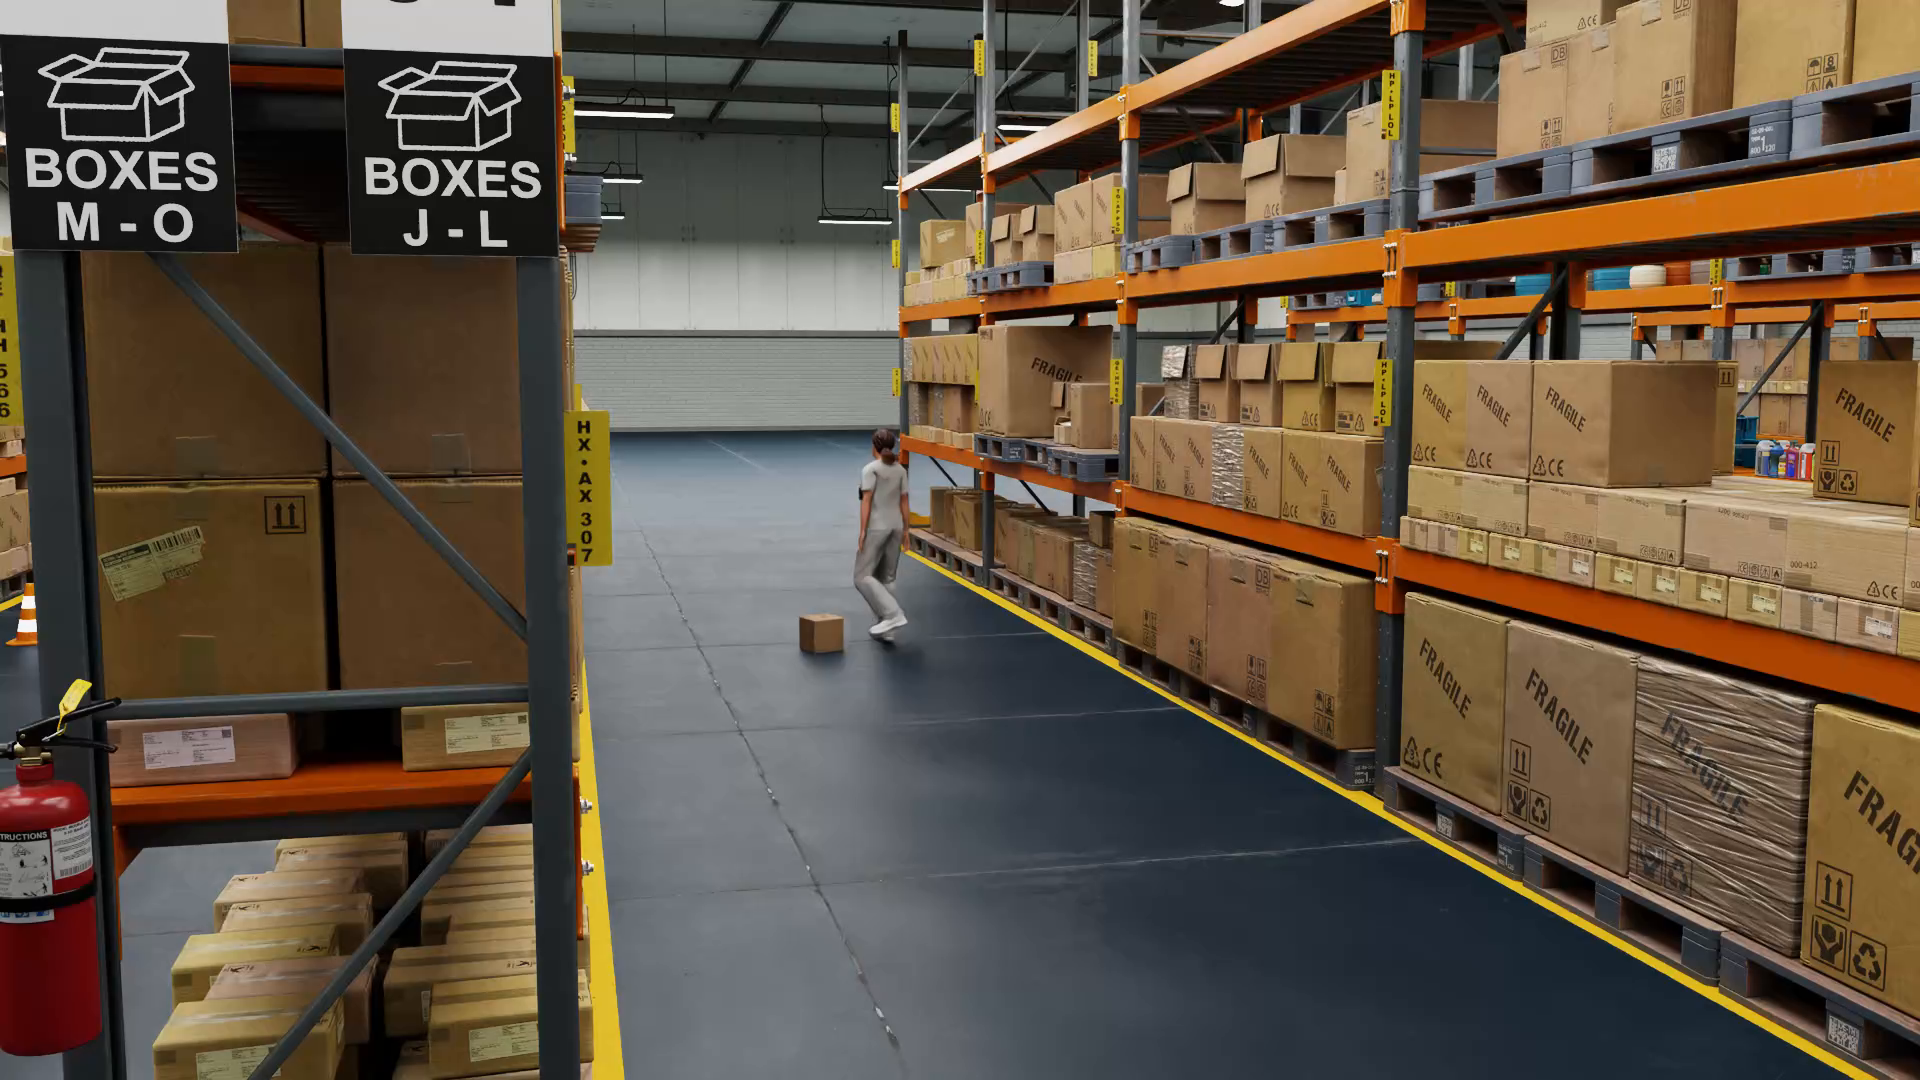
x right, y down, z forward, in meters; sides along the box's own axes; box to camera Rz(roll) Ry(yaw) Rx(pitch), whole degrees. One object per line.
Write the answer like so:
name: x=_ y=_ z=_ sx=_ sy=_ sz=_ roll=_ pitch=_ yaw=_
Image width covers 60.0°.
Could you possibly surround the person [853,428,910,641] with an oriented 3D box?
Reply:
person: x=-0.562 y=-0.023 z=12.979 sx=0.523 sy=1.644 sz=0.530 roll=-6 pitch=8 yaw=-41
